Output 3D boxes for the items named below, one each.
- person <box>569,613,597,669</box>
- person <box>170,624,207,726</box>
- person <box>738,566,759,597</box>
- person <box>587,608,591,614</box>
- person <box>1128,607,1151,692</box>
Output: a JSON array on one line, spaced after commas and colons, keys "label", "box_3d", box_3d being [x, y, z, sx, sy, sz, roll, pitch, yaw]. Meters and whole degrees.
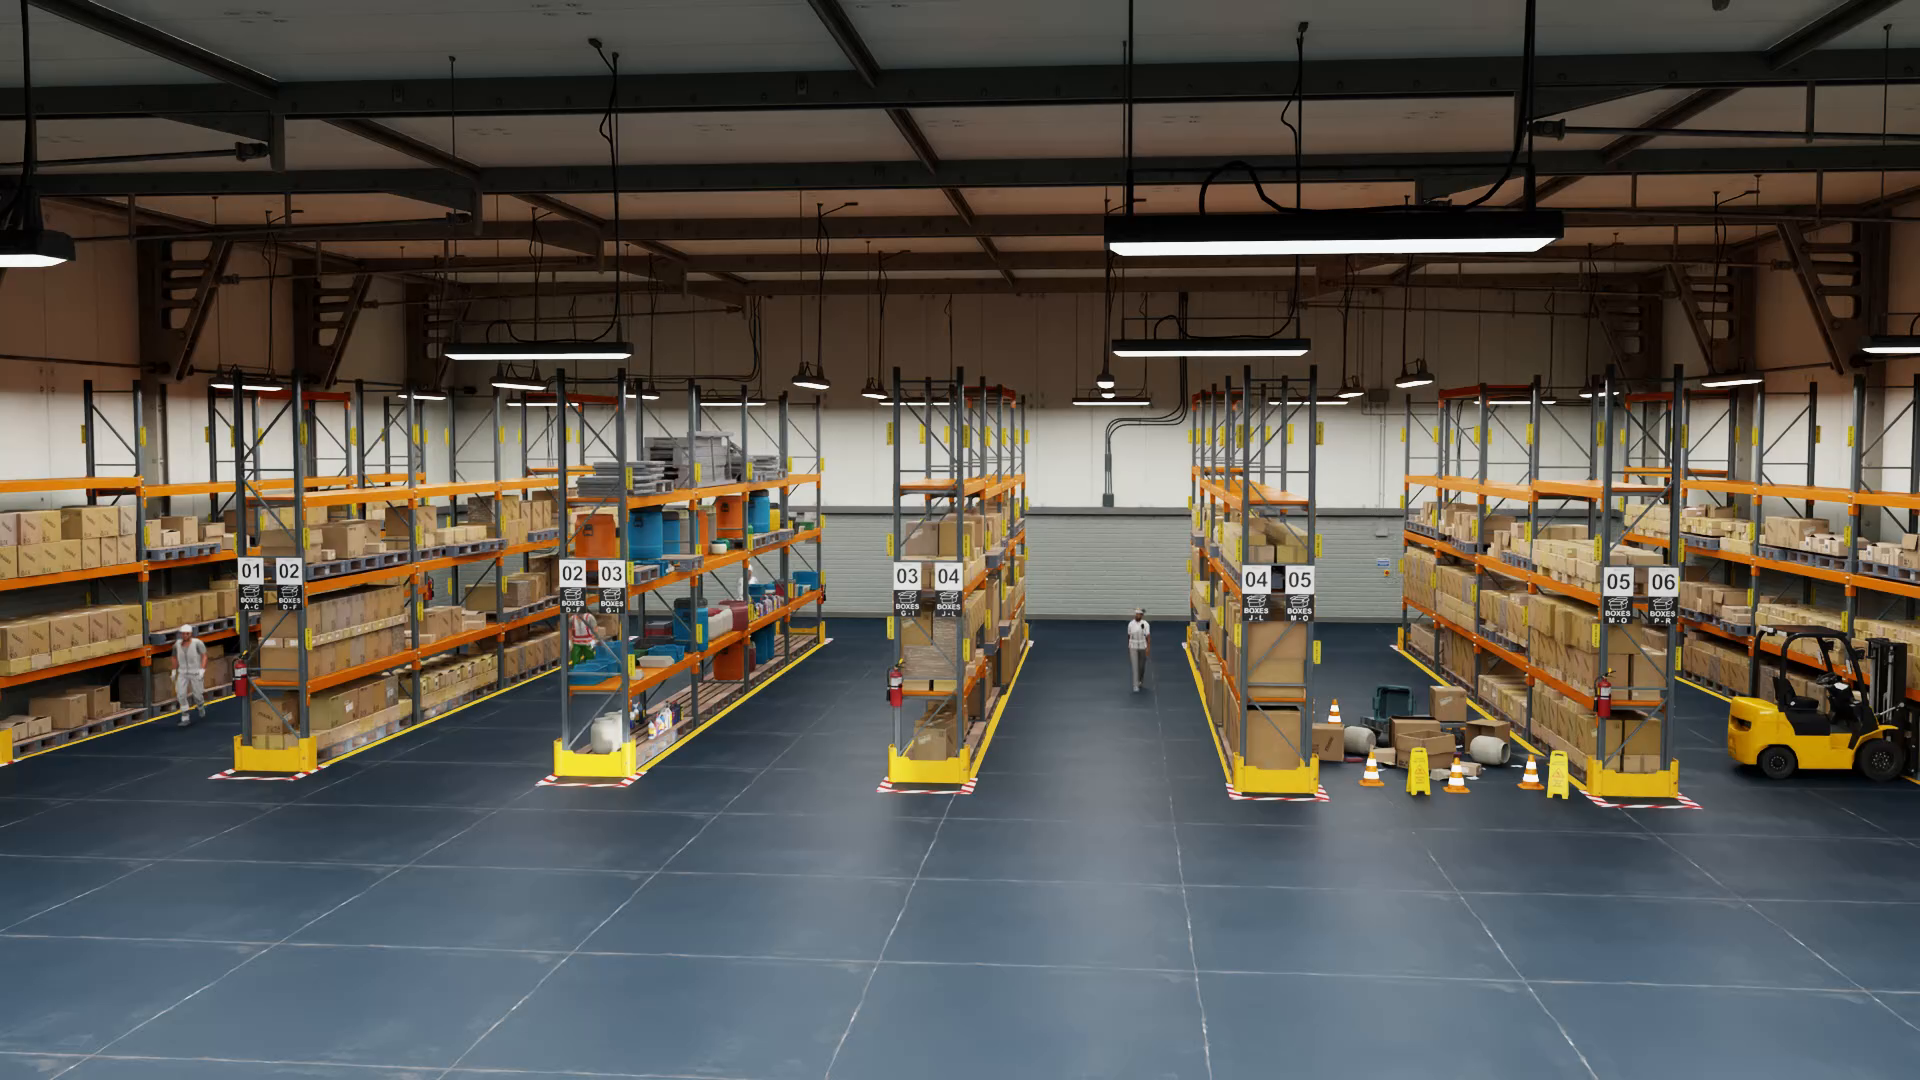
[{"label": "person", "box_3d": [-7.517, 2.073, 33.098, 0.620, 1.762, 0.701, 0, 4, -3]}, {"label": "person", "box_3d": [-13.424, 2.328, 28.990, 0.620, 1.762, 0.717, -1, 4, -10]}, {"label": "person", "box_3d": [-5.353, 1.506, 42.003, 0.618, 1.731, 1.004, 1, 4, 14]}, {"label": "person", "box_3d": [-10.002, 1.438, 44.002, 0.697, 1.683, 0.663, 1, 4, 16]}, {"label": "person", "box_3d": [3.539, 2.127, 32.821, 0.442, 1.633, 1.033, 0, 4, 3]}]
